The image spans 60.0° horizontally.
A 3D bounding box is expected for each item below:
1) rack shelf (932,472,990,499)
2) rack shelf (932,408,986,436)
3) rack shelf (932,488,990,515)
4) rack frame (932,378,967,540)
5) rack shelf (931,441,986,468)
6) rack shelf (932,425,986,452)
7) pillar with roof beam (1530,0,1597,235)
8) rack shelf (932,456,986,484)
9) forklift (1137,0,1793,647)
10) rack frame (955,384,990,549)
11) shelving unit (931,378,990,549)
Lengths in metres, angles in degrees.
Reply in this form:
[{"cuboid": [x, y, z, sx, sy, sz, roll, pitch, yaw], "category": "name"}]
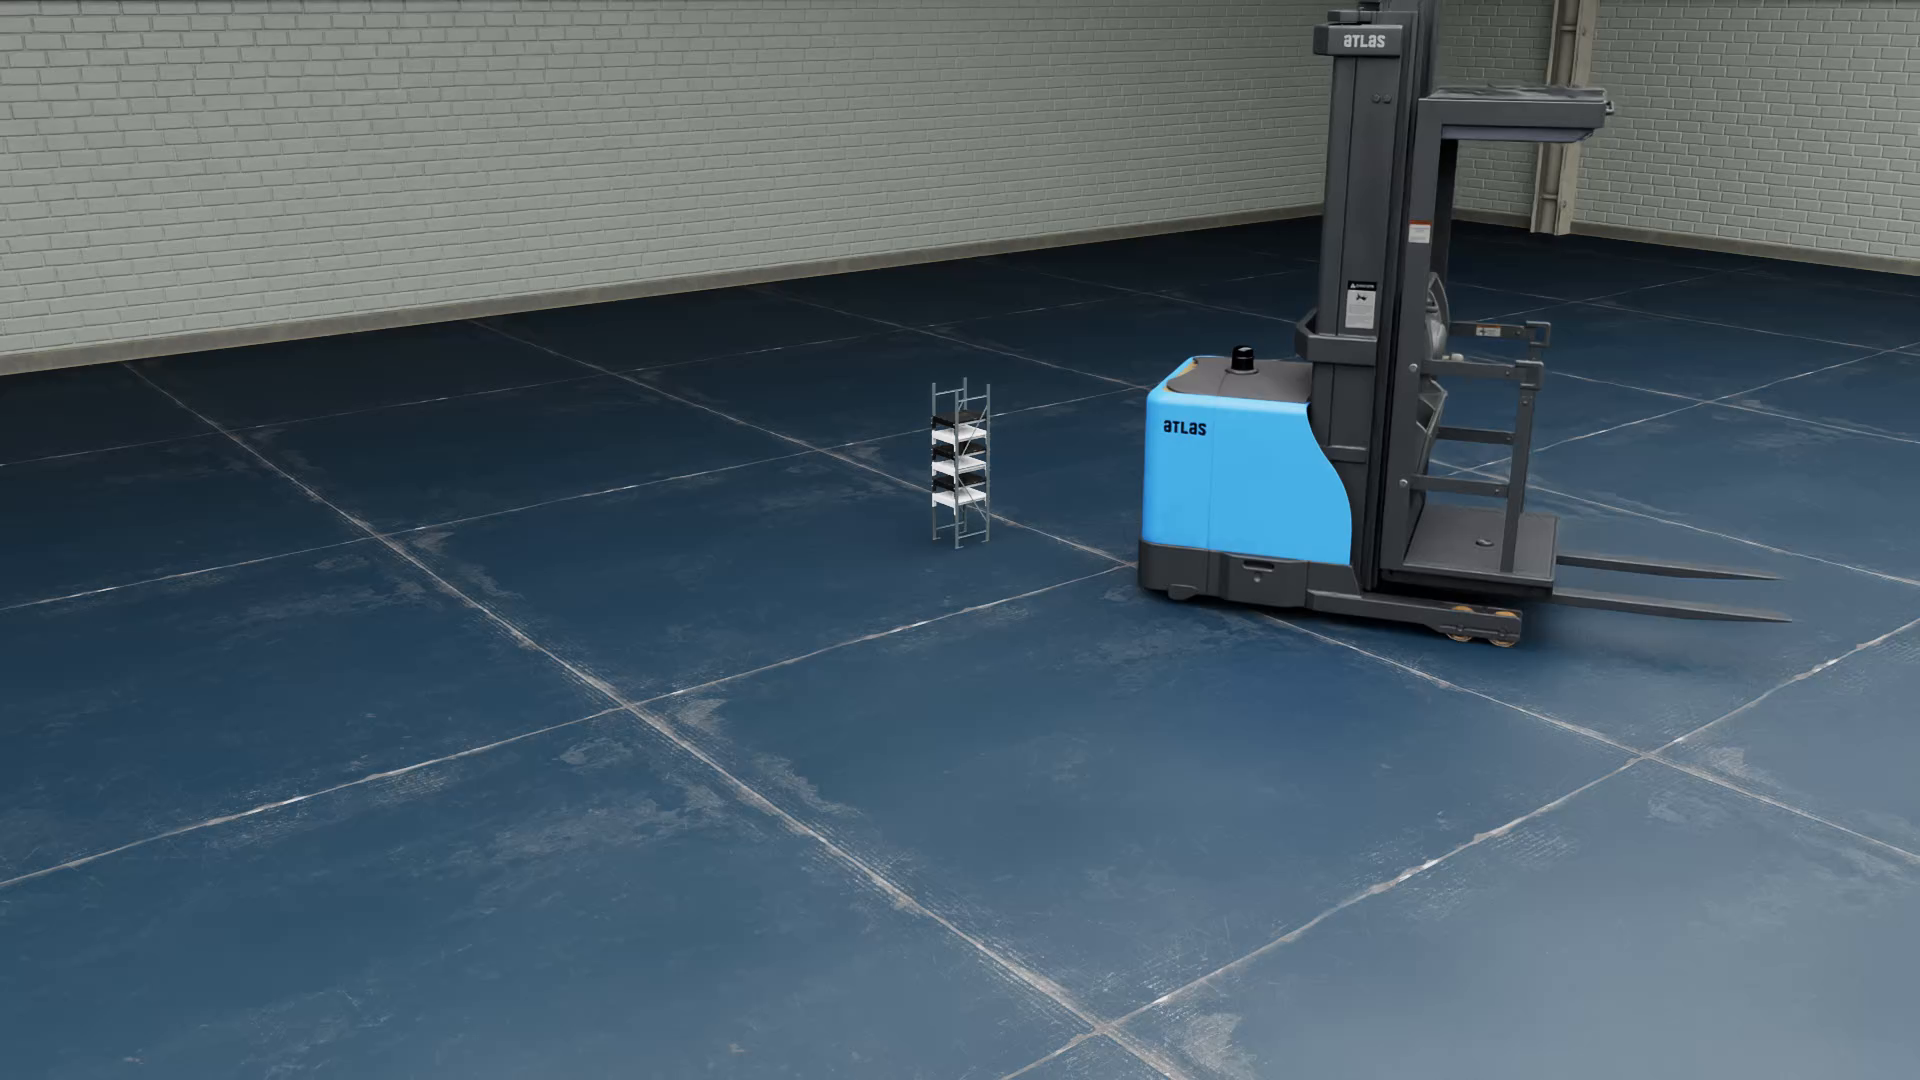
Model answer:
[{"cuboid": [0.005, -0.308, 9.254, 0.258, 0.077, 0.200, -14, 23, -36], "category": "rack shelf"}, {"cuboid": [0.005, -0.650, 9.141, 0.258, 0.077, 0.200, -14, 23, -36], "category": "rack shelf"}, {"cuboid": [0.005, -0.223, 9.282, 0.258, 0.077, 0.200, -14, 23, -36], "category": "rack shelf"}, {"cuboid": [-0.058, -0.450, 9.291, 0.240, 0.900, 0.006, -14, 23, -36], "category": "rack frame"}, {"cuboid": [0.005, -0.479, 9.197, 0.258, 0.077, 0.200, -14, 23, -36], "category": "rack shelf"}, {"cuboid": [0.005, -0.564, 9.169, 0.258, 0.077, 0.200, -14, 23, -36], "category": "rack shelf"}, {"cuboid": [4.147, -7.349, 17.240, 9.100, 9.000, 0.400, -14, 23, -36], "category": "pillar with roof beam"}, {"cuboid": [0.005, -0.394, 9.225, 0.258, 0.077, 0.200, -14, 23, -36], "category": "rack shelf"}, {"cuboid": [2.477, -1.076, 7.950, 3.031, 2.935, 1.130, 7, 19, 19], "category": "forklift"}, {"cuboid": [0.068, -0.400, 9.139, 0.240, 0.900, 0.006, -14, 23, -36], "category": "rack frame"}, {"cuboid": [0.005, -0.425, 9.215, 0.258, 0.900, 0.210, -14, 23, -36], "category": "shelving unit"}]
